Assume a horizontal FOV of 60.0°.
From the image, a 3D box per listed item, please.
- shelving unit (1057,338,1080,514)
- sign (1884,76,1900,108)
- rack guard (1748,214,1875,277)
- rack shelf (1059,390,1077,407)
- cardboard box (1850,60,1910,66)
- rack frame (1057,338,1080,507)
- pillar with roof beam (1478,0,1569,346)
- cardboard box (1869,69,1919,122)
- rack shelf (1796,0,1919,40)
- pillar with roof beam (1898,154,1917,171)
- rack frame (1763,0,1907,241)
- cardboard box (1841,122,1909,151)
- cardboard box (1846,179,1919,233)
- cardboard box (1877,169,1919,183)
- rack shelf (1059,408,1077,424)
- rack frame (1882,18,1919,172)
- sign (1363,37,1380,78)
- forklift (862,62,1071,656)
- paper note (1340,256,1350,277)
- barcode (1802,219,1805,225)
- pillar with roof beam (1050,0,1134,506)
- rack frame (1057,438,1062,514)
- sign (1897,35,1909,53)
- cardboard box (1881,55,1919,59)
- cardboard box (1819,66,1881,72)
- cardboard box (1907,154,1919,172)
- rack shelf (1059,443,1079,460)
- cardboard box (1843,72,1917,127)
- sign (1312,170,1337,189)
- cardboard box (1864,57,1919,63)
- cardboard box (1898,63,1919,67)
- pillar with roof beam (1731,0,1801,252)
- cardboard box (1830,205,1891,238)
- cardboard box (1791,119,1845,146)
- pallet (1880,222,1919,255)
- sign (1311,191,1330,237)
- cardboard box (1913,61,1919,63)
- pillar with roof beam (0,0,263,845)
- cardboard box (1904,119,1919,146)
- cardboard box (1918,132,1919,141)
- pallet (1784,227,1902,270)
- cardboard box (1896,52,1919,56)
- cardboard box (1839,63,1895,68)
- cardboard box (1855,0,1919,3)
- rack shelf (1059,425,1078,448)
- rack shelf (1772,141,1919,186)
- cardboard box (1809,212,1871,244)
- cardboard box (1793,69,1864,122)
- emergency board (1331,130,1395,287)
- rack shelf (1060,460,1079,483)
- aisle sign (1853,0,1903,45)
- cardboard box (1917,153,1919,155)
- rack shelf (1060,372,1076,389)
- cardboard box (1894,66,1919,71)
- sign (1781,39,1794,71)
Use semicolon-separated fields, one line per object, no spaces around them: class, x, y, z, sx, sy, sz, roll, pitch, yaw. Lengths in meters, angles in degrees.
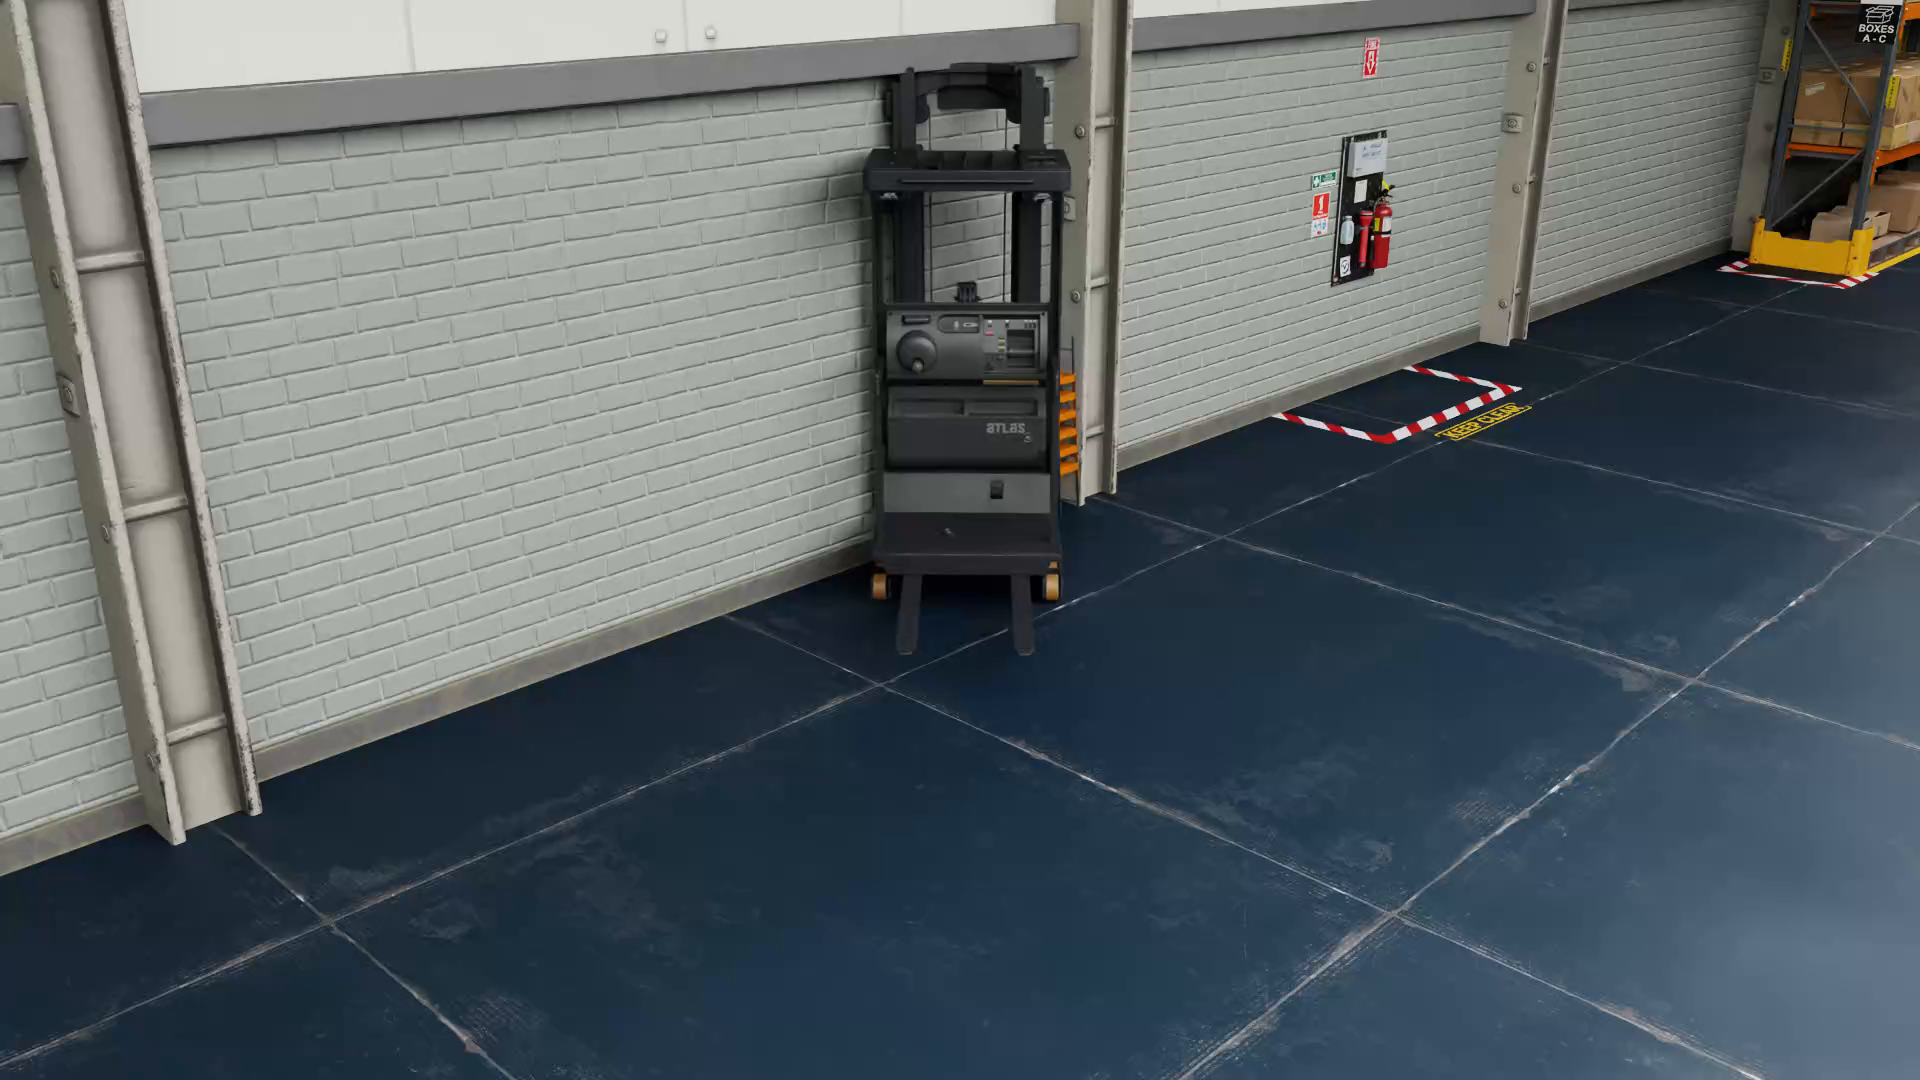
shelving unit;0.623;-0.739;11.006;0.258;1.200;0.189;14;24;43
sign;9.721;-4.673;17.345;0.100;0.325;0.005;19;28;41
rack guard;9.385;-3.258;18.353;1.175;0.500;0.348;19;28;41
rack shelf;0.612;-0.925;10.946;0.258;0.103;0.180;14;24;43
cardboard box;10.576;-5.259;19.212;0.500;0.500;0.500;-20;29;-41
rack frame;0.687;-0.762;11.067;0.240;1.200;0.006;14;24;43
pillar with roof beam;8.100;-4.982;10.993;9.100;9.000;0.400;19;28;41
cardboard box;10.233;-4.866;18.190;0.500;0.500;0.500;19;28;41
rack shelf;10.728;-5.983;18.782;1.077;0.370;4.000;19;28;41
pillar with roof beam;16.471;-8.066;19.018;9.100;9.000;0.400;19;28;41
rack frame;9.332;-4.405;17.854;1.000;3.000;0.127;19;28;41
cardboard box;9.900;-4.390;17.997;0.500;0.250;0.500;18;28;39
cardboard box;10.825;-3.921;19.467;0.700;0.500;0.500;17;27;37
cardboard box;11.427;-4.195;20.178;0.500;0.500;0.500;17;27;37
rack shelf;0.619;-0.811;10.983;0.258;0.103;0.180;14;24;43
rack frame;12.123;-5.433;20.529;1.000;3.000;0.127;19;28;41
sign;3.187;-3.738;12.888;0.001;0.298;0.199;19;28;41
forklift;0.039;-1.122;9.409;1.130;2.935;3.031;0;21;1
paper note;3.091;-2.194;13.329;0.016;0.148;0.142;19;28;41
barcode;9.606;-3.620;18.932;0.001;0.075;0.075;19;28;41
pillar with roof beam;3.914;-3.439;6.980;9.100;9.000;0.400;19;28;41
rack frame;0.558;-0.716;10.945;0.240;1.200;0.006;14;24;43
sign;11.723;-6.112;20.680;0.100;0.325;0.005;19;28;41
cardboard box;11.282;-5.522;19.896;0.500;0.500;0.500;19;28;40
cardboard box;9.867;-4.996;18.527;0.500;0.500;0.500;-20;29;-41
cardboard box;12.624;-4.665;21.402;0.500;0.500;0.700;-19;28;-40
rack shelf;0.631;-0.583;11.056;0.258;0.103;0.180;14;24;43
cardboard box;9.881;-4.742;17.866;0.500;0.500;0.500;19;28;41
sign;2.814;-2.780;12.838;0.001;0.109;0.331;19;28;41
cardboard box;10.930;-5.395;19.566;0.500;0.500;0.500;-19;28;-41
cardboard box;10.949;-5.133;18.885;0.500;0.500;0.500;-19;28;-40
pillar with roof beam;12.285;-6.524;15.006;9.100;9.000;0.400;19;28;41
cardboard box;10.277;-3.657;19.043;0.500;0.311;0.500;-17;27;-38
cardboard box;9.520;-4.513;18.316;0.500;0.250;0.500;-20;28;-41
pallet;10.829;-3.635;19.737;1.003;0.211;1.213;19;28;41
sign;2.804;-2.534;12.936;0.001;0.329;0.234;19;28;41
cardboard box;11.312;-5.267;19.233;0.500;0.500;0.500;18;28;39
pillar with roof beam;-0.271;-1.897;2.968;9.100;9.000;0.400;19;28;41
cardboard box;10.252;-4.527;18.353;0.500;0.250;0.500;18;28;39
cardboard box;10.612;-4.657;18.690;0.500;0.250;0.500;19;28;40
pallet;9.978;-3.323;18.925;1.003;0.211;1.213;19;28;41
cardboard box;11.645;-5.654;20.240;0.500;0.500;0.500;18;28;39
cardboard box;10.225;-5.130;18.875;0.500;0.500;0.500;18;28;39
cardboard box;9.745;-5.884;17.355;0.500;0.500;0.500;-19;28;-41
rack shelf;0.625;-0.697;11.019;0.258;0.103;0.180;14;24;43
rack shelf;10.728;-4.583;19.321;1.077;0.370;4.000;19;28;41
cardboard box;9.880;-3.511;18.662;0.500;0.311;0.500;15;26;35
cardboard box;9.509;-4.869;18.196;0.500;0.500;0.500;19;28;40
emergency board;3.264;-2.633;13.245;0.194;1.169;0.643;19;28;41
rack shelf;0.638;-0.469;11.092;0.258;0.103;0.180;14;24;43
aisle sign;9.497;-5.525;17.144;0.394;0.787;0.004;19;28;41
cardboard box;12.949;-4.810;21.780;0.700;0.500;0.500;19;28;40
rack shelf;0.606;-1.040;10.910;0.258;0.103;0.180;14;24;43
cardboard box;10.598;-4.998;18.532;0.500;0.500;0.500;18;27;39
sign;8.949;-5.237;17.964;0.100;0.325;0.005;19;28;41
